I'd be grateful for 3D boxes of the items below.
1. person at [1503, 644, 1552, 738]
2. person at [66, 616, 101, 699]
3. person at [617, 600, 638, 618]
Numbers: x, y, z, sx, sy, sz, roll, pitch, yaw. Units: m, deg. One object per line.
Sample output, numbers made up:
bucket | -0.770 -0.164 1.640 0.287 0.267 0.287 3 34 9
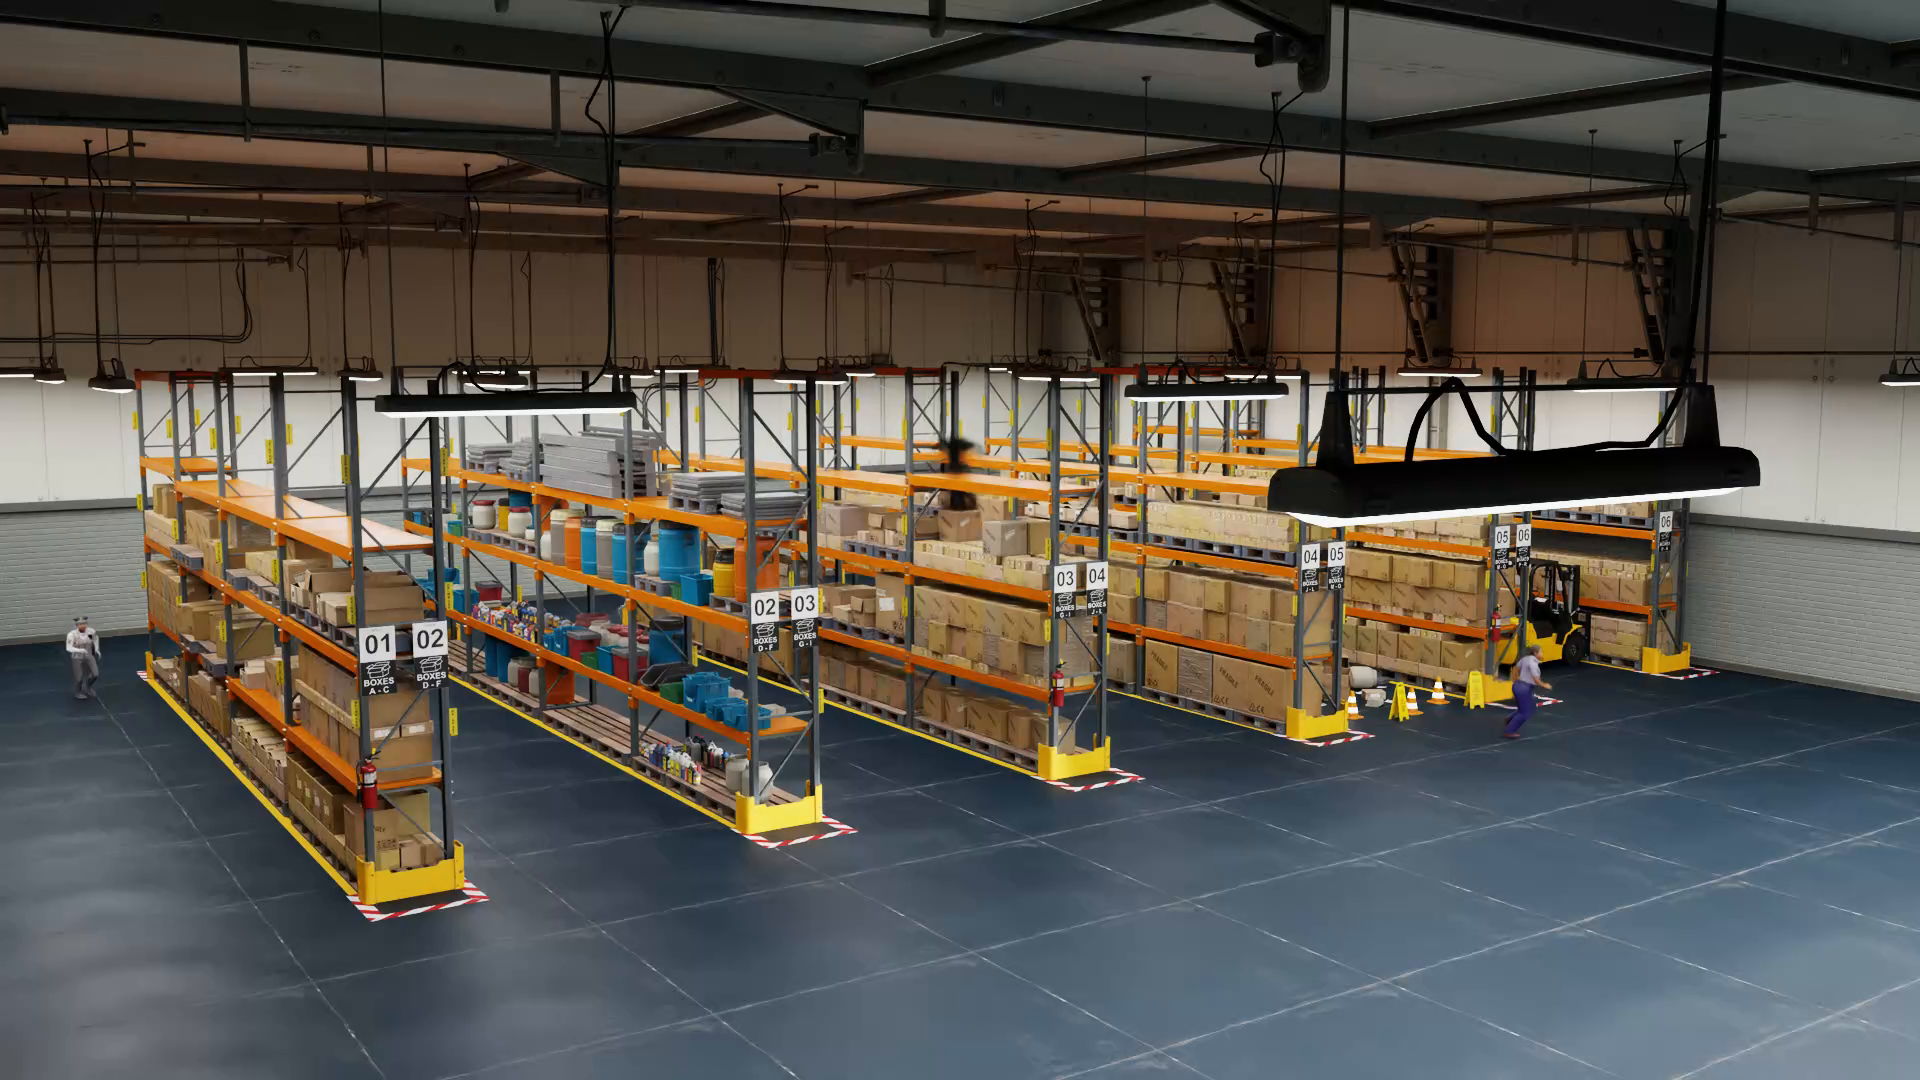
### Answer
person | 9.341 2.480 27.356 0.738 1.560 0.613 1 6 6
person | -15.937 2.138 30.246 0.609 1.576 0.806 -6 9 -42
person | -7.615 1.079 38.945 0.745 1.763 0.697 -3 7 -26
